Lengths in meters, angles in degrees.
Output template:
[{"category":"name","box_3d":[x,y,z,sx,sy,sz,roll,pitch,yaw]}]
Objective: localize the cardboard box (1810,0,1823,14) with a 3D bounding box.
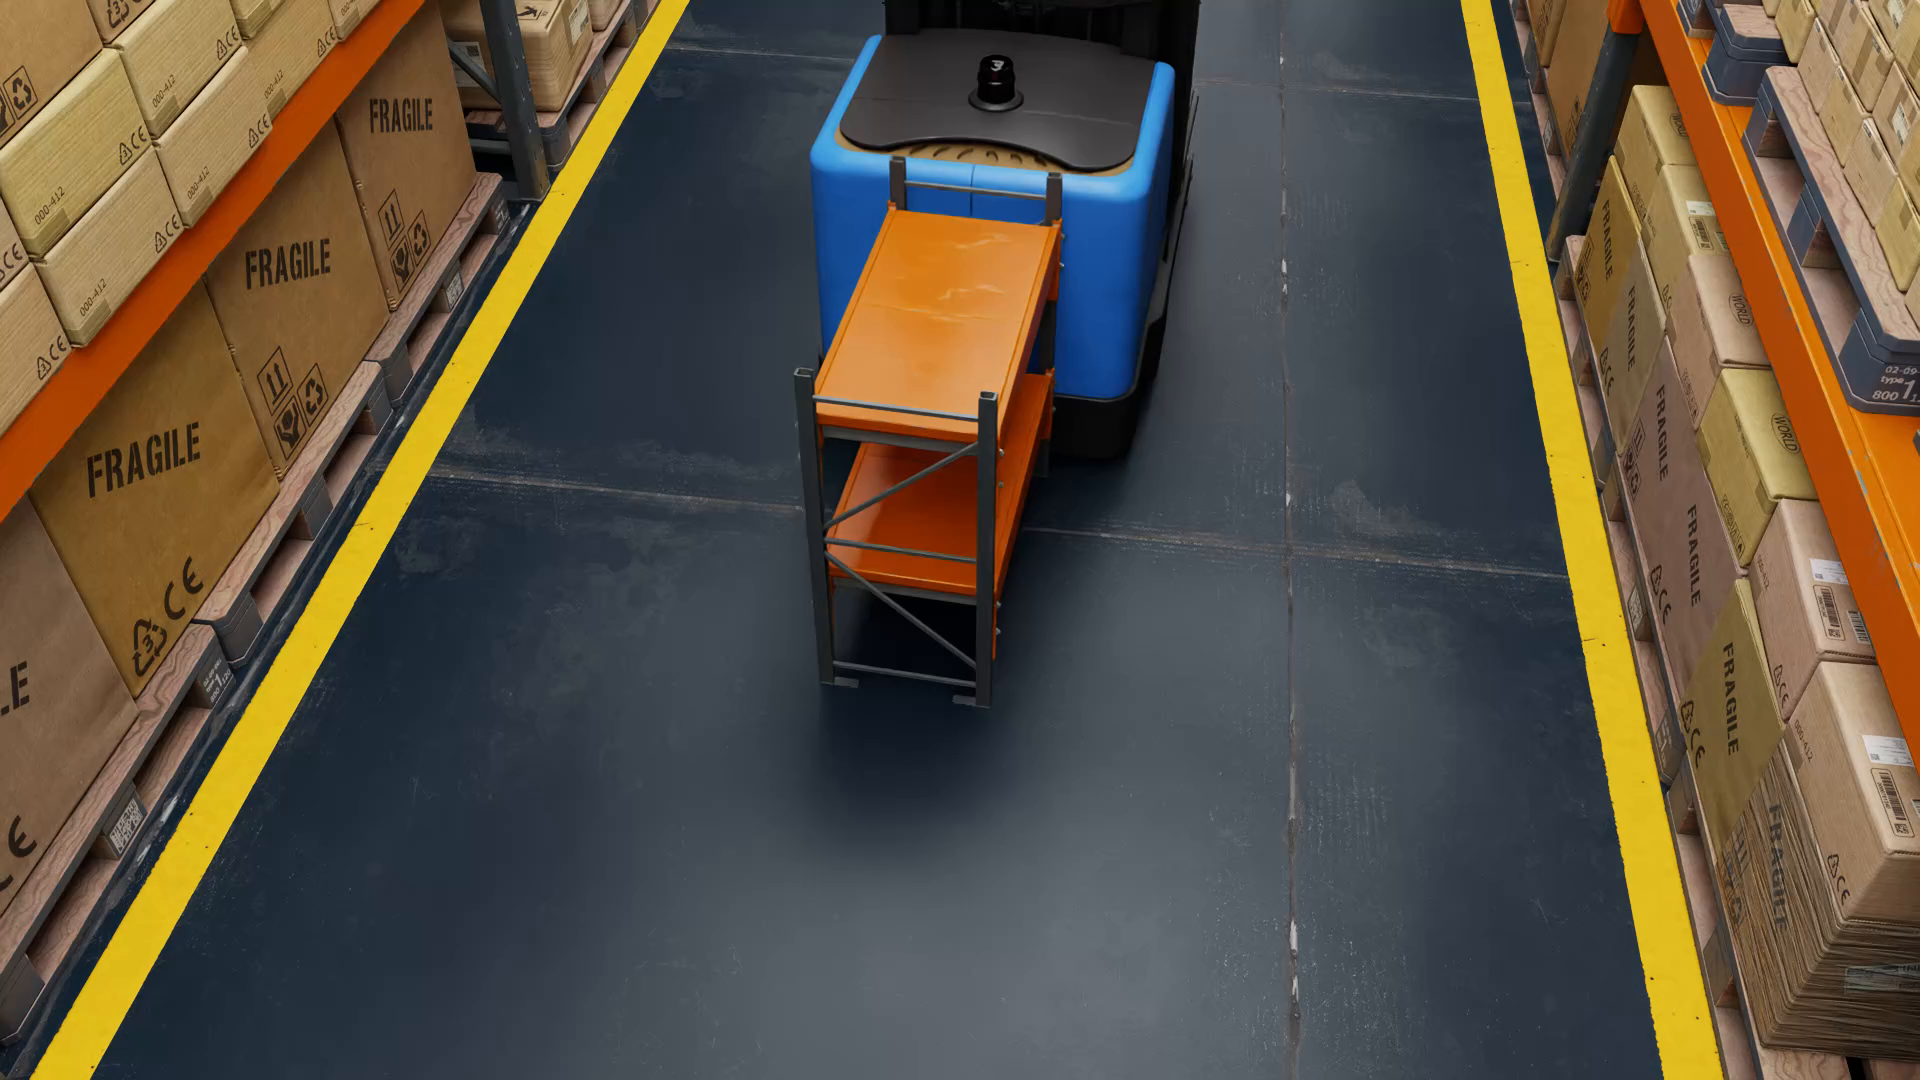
[{"category":"cardboard box","box_3d":[2.394,-1.461,4.272,0.380,0.149,0.250,5,44,6]}]

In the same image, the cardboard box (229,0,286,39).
[{"category":"cardboard box","box_3d":[-2.088,-1.597,4.500,0.500,0.250,0.500,4,44,4]}]

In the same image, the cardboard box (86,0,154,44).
[{"category":"cardboard box","box_3d":[-2.180,-1.514,3.867,0.500,0.500,0.500,5,44,5]}]

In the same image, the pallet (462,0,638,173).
[{"category":"pallet","box_3d":[-2.060,-2.043,7.254,1.003,0.211,1.213,5,44,6]}]

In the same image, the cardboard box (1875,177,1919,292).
[{"category":"cardboard box","box_3d":[2.252,-0.654,3.637,0.380,0.149,0.250,7,44,7]}]

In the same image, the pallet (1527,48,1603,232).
[{"category":"pallet","box_3d":[2.934,-1.660,6.850,1.003,0.211,1.213,5,44,6]}]

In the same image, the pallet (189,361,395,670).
[{"category":"pallet","box_3d":[-2.507,-0.151,5.256,1.003,0.211,1.213,5,44,6]}]

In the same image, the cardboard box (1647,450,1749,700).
[{"category":"cardboard box","box_3d":[2.215,0.113,4.462,0.500,0.500,0.500,4,44,5]}]

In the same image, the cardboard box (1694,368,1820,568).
[{"category":"cardboard box","box_3d":[2.211,-0.174,4.220,0.500,0.250,0.500,3,44,4]}]

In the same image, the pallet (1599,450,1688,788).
[{"category":"pallet","box_3d":[2.487,0.232,4.852,1.003,0.211,1.213,5,44,6]}]

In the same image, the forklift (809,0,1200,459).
[{"category":"forklift","box_3d":[0.328,-2.355,5.605,1.130,2.935,3.031,8,44,8]}]

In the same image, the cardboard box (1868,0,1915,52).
[{"category":"cardboard box","box_3d":[2.330,-1.226,3.808,0.380,0.149,0.250,6,44,7]}]

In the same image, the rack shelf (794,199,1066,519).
[{"category":"rack shelf","box_3d":[-0.056,-0.524,4.560,0.538,0.278,1.000,8,44,8]}]

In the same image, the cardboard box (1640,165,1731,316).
[{"category":"cardboard box","box_3d":[2.357,-0.866,4.950,0.500,0.250,0.500,5,44,5]}]

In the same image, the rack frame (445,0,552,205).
[{"category":"rack frame","box_3d":[-2.165,-2.523,5.733,1.000,3.000,0.127,5,44,6]}]

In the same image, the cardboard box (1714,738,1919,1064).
[{"category":"cardboard box","box_3d":[2.075,0.812,3.724,0.500,0.500,0.500,4,44,5]}]

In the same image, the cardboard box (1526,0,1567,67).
[{"category":"cardboard box","box_3d":[3.037,-2.481,7.019,1.050,0.750,0.750,6,44,6]}]

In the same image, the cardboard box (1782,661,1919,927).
[{"category":"cardboard box","box_3d":[2.074,0.536,3.469,0.500,0.250,0.500,4,44,4]}]

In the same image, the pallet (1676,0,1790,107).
[{"category":"pallet","box_3d":[2.767,-1.577,4.874,1.213,0.211,1.003,5,44,6]}]

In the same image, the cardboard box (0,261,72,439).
[{"category":"cardboard box","box_3d":[-2.307,-0.371,3.570,0.500,0.250,0.500,4,44,4]}]

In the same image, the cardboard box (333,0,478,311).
[{"category":"cardboard box","box_3d":[-2.338,-1.441,5.830,0.875,0.875,0.875,5,44,5]}]

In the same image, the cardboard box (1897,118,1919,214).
[{"category":"cardboard box","box_3d":[2.254,-0.773,3.546,0.380,0.149,0.250,5,44,6]}]

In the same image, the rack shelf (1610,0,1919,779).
[{"category":"rack shelf","box_3d":[2.491,-0.518,4.139,1.077,0.370,4.000,5,44,6]}]

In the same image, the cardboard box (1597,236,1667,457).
[{"category":"cardboard box","box_3d":[2.346,-0.585,5.199,0.500,0.500,0.500,6,44,6]}]

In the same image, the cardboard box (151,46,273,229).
[{"category":"cardboard box","box_3d":[-2.148,-1.059,4.296,0.500,0.250,0.500,5,44,5]}]

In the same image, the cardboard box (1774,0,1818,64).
[{"category":"cardboard box","box_3d":[2.391,-1.366,4.388,0.380,0.149,0.250,7,44,7]}]

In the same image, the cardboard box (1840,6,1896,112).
[{"category":"cardboard box","box_3d":[2.324,-1.123,3.915,0.380,0.149,0.250,5,44,5]}]

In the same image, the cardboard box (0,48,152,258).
[{"category":"cardboard box","box_3d":[-2.222,-0.898,3.762,0.500,0.250,0.500,6,44,6]}]

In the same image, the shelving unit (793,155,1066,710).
[{"category":"shelving unit","box_3d":[-0.056,-0.312,4.761,0.538,1.125,1.048,8,44,8]}]

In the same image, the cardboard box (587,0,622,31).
[{"category":"cardboard box","box_3d":[-1.990,-2.609,7.430,0.950,0.372,0.625,4,44,5]}]

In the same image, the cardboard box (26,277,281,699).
[{"category":"cardboard box","box_3d":[-2.579,-0.224,4.545,0.875,0.875,0.875,6,44,7]}]

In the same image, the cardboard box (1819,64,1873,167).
[{"category":"cardboard box","box_3d":[2.323,-1.013,4.016,0.380,0.149,0.250,6,44,6]}]

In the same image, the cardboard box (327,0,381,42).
[{"category":"cardboard box","box_3d":[-2.026,-1.751,5.027,0.500,0.250,0.500,6,44,6]}]

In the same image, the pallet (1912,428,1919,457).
[{"category":"pallet","box_3d":[2.472,0.146,3.054,1.003,0.211,1.213,5,44,6]}]

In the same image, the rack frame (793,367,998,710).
[{"category":"rack frame","box_3d":[-0.157,0.031,4.399,0.500,1.125,0.032,8,44,8]}]
